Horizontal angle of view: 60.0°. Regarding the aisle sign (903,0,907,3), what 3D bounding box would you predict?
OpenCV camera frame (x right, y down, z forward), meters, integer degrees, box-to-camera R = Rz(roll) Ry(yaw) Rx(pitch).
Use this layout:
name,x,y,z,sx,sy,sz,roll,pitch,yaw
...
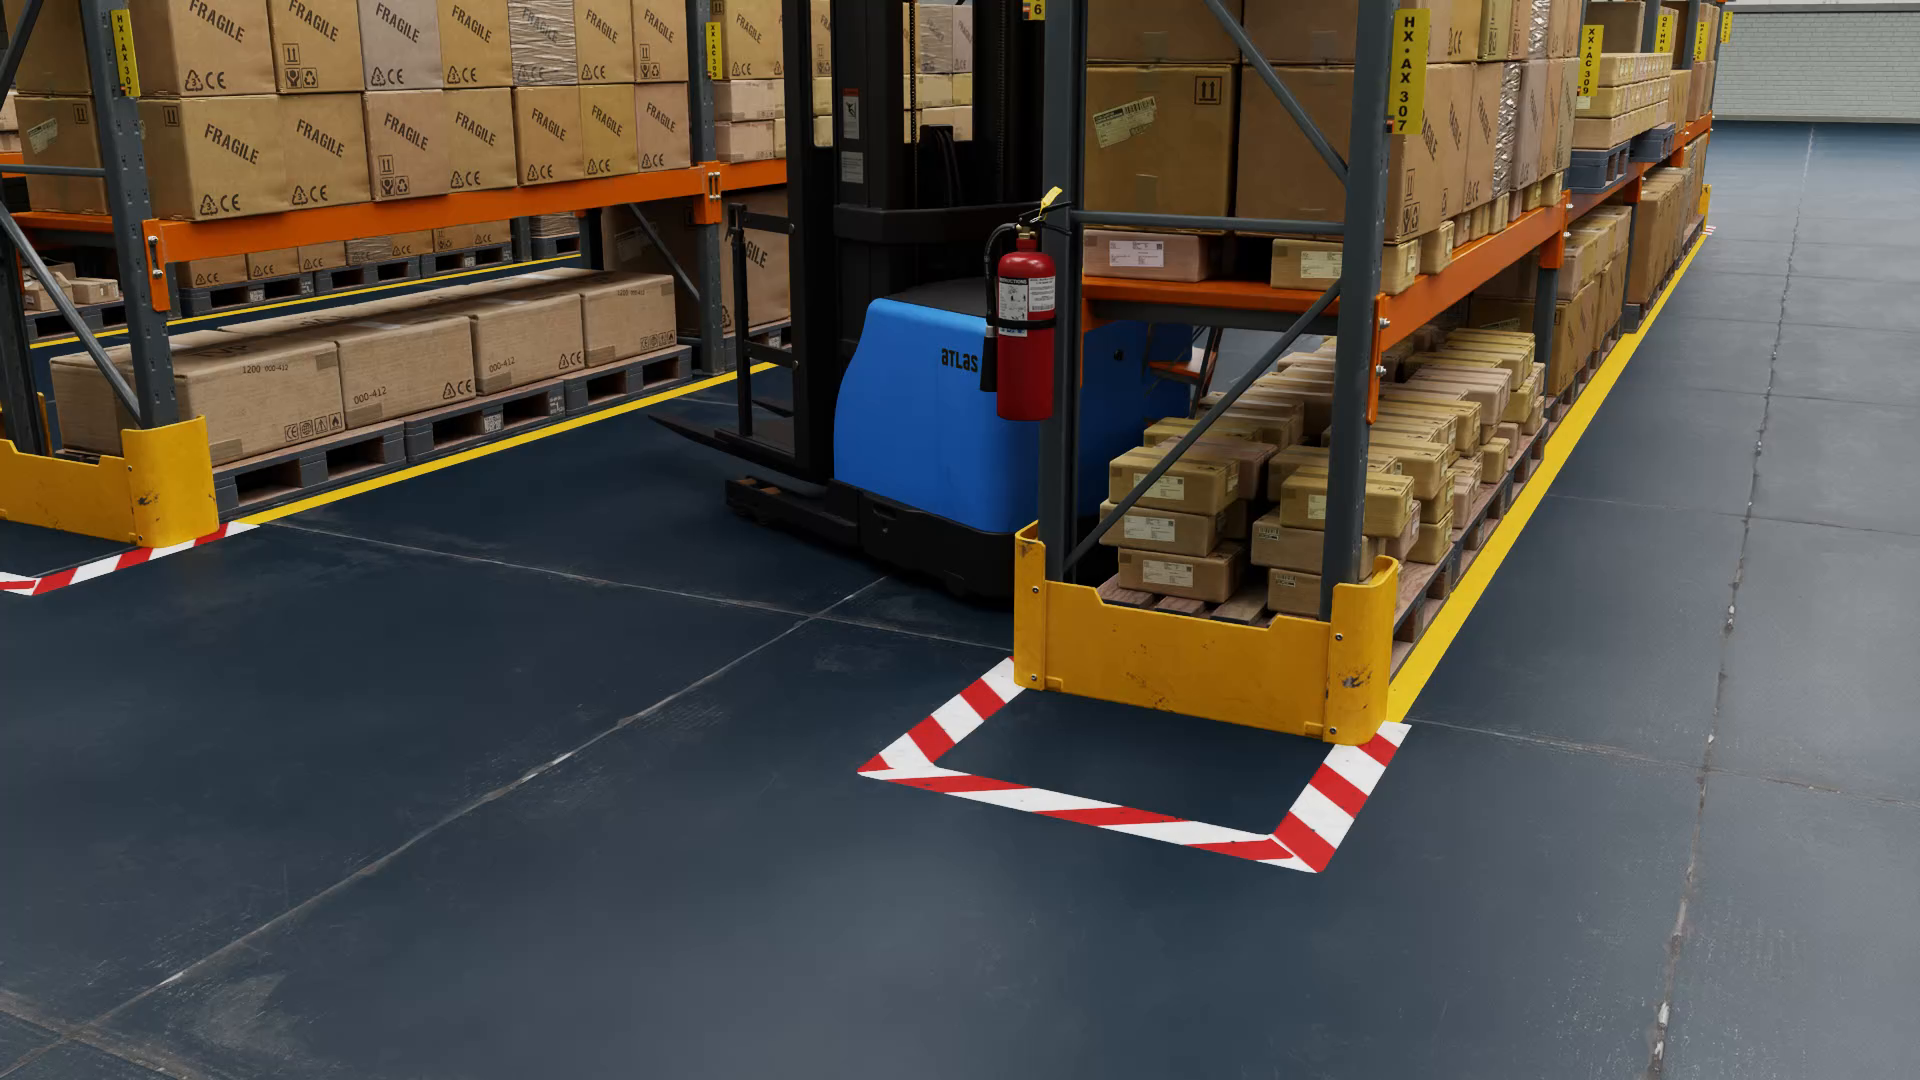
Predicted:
name,x,y,z,sx,sy,sz,roll,pitch,yaw
aisle sign,-0.755,-7.451,22.278,0.394,0.787,0.004,8,18,25

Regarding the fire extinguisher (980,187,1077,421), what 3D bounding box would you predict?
name,x,y,z,sx,sy,sz,roll,pitch,yaw
fire extinguisher,0.194,-0.695,4.885,0.296,0.674,0.183,8,18,25

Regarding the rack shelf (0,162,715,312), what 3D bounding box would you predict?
name,x,y,z,sx,sy,sz,roll,pitch,yaw
rack shelf,-2.860,-1.684,8.691,1.077,0.370,4.000,8,18,25

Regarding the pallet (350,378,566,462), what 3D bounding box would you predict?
name,x,y,z,sx,sy,sz,roll,pitch,yaw
pallet,-2.920,-0.706,9.032,1.003,0.211,1.213,8,18,25

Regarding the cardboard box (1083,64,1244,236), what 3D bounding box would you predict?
name,x,y,z,sx,sy,sz,roll,pitch,yaw
cardboard box,0.690,-1.254,5.278,0.500,0.500,0.500,9,19,26

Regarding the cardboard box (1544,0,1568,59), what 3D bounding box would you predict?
name,x,y,z,sx,sy,sz,roll,pitch,yaw
cardboard box,2.313,-2.318,7.106,0.500,0.500,0.500,7,18,24

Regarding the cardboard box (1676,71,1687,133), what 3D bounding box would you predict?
name,x,y,z,sx,sy,sz,roll,pitch,yaw
cardboard box,5.862,-3.725,14.121,0.500,0.500,0.500,8,18,25

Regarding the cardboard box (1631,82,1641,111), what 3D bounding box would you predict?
name,x,y,z,sx,sy,sz,roll,pitch,yaw
cardboard box,3.558,-2.467,9.244,0.380,0.149,0.250,9,19,28

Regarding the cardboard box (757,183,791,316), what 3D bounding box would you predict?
name,x,y,z,sx,sy,sz,roll,pitch,yaw
cardboard box,-1.364,-2.121,11.890,0.875,0.875,0.875,9,19,27

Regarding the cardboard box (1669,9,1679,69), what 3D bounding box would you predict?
name,x,y,z,sx,sy,sz,roll,pitch,yaw
cardboard box,5.865,-4.372,14.546,0.700,0.500,0.500,8,18,24

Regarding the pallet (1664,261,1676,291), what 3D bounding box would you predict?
name,x,y,z,sx,sy,sz,roll,pitch,yaw
pallet,5.804,-2.430,14.834,1.003,0.211,1.213,8,18,25

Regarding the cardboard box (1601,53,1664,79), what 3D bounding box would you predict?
name,x,y,z,sx,sy,sz,roll,pitch,yaw
cardboard box,4.138,-2.938,10.305,0.380,0.149,0.250,9,19,27

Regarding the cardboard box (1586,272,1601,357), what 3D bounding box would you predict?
name,x,y,z,sx,sy,sz,roll,pitch,yaw
cardboard box,3.531,-1.362,9.996,0.500,0.500,0.500,8,19,26

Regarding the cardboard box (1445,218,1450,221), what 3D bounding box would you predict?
name,x,y,z,sx,sy,sz,roll,pitch,yaw
cardboard box,1.539,-1.117,5.960,0.380,0.149,0.250,8,18,25

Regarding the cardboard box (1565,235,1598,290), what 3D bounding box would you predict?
name,x,y,z,sx,sy,sz,roll,pitch,yaw
cardboard box,3.309,-1.588,9.437,0.500,0.250,0.500,9,19,27

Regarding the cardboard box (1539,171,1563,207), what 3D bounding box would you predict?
name,x,y,z,sx,sy,sz,roll,pitch,yaw
cardboard box,2.571,-1.632,7.693,0.380,0.149,0.250,8,18,24

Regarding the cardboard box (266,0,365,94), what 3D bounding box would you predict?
name,x,y,z,sx,sy,sz,roll,pitch,yaw
cardboard box,-3.060,-2.266,7.452,0.500,0.500,0.500,8,18,24

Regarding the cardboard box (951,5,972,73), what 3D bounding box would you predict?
name,x,y,z,sx,sy,sz,roll,pitch,yaw
cardboard box,-0.176,-3.920,13.022,0.500,0.500,0.500,8,18,24

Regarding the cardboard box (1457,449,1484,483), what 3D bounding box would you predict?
name,x,y,z,sx,sy,sz,roll,pitch,yaw
cardboard box,1.997,-0.305,7.051,0.380,0.149,0.250,8,19,26

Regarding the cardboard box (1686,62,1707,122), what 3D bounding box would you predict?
name,x,y,z,sx,sy,sz,roll,pitch,yaw
cardboard box,6.808,-4.405,16.325,0.875,0.550,0.550,8,18,25

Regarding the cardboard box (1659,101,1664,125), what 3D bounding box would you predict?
name,x,y,z,sx,sy,sz,roll,pitch,yaw
cardboard box,4.373,-2.787,10.844,0.380,0.149,0.250,8,18,25

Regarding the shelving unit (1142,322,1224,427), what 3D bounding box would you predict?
name,x,y,z,sx,sy,sz,roll,pitch,yaw
shelving unit,0.815,-0.509,6.514,0.258,1.200,0.503,15,20,10

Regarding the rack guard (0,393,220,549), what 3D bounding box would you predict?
name,x,y,z,sx,sy,sz,roll,pitch,yaw
rack guard,-3.765,-0.315,7.208,1.175,0.500,0.348,8,18,25

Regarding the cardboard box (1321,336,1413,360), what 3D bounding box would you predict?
name,x,y,z,sx,sy,sz,roll,pitch,yaw
cardboard box,1.923,-0.860,7.876,0.380,0.149,0.250,8,18,25

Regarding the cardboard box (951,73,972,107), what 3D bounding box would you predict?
name,x,y,z,sx,sy,sz,roll,pitch,yaw
cardboard box,-0.168,-3.570,13.160,0.500,0.250,0.500,8,18,25

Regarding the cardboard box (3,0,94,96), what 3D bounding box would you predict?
name,x,y,z,sx,sy,sz,roll,pitch,yaw
cardboard box,-3.751,-2.200,7.232,0.500,0.500,0.500,9,19,27

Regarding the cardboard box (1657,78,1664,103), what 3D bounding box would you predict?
name,x,y,z,sx,sy,sz,roll,pitch,yaw
cardboard box,4.248,-2.858,10.559,0.380,0.149,0.250,9,19,27

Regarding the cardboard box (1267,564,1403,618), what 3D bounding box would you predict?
name,x,y,z,sx,sy,sz,roll,pitch,yaw
cardboard box,1.240,0.157,5.498,0.380,0.149,0.250,9,19,26

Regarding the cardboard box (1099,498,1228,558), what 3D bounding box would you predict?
name,x,y,z,sx,sy,sz,roll,pitch,yaw
cardboard box,0.700,-0.064,5.718,0.380,0.149,0.250,8,18,24

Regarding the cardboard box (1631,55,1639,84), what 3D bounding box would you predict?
name,x,y,z,sx,sy,sz,roll,pitch,yaw
cardboard box,3.444,-2.543,8.975,0.380,0.149,0.250,8,18,25

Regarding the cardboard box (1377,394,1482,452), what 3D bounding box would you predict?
name,x,y,z,sx,sy,sz,roll,pitch,yaw
cardboard box,1.828,-0.464,6.542,0.380,0.149,0.250,8,19,26

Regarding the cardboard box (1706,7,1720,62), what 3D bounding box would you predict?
name,x,y,z,sx,sy,sz,roll,pitch,yaw
cardboard box,7.505,-5.339,17.573,0.875,0.550,0.550,8,18,25

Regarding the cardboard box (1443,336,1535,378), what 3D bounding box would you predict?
name,x,y,z,sx,sy,sz,roll,pitch,yaw
cardboard box,2.502,-0.861,7.878,0.380,0.149,0.250,8,18,26

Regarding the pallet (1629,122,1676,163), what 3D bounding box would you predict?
name,x,y,z,sx,sy,sz,roll,pitch,yaw
pallet,4.071,-2.667,11.071,1.213,0.211,1.003,8,18,25

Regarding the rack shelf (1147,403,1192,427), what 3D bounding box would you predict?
name,x,y,z,sx,sy,sz,roll,pitch,yaw
rack shelf,0.802,-0.446,6.536,0.258,0.148,0.480,15,20,10

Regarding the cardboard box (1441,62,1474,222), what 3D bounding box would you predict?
name,x,y,z,sx,sy,sz,roll,pitch,yaw
cardboard box,1.384,-1.325,5.519,0.500,0.500,0.500,8,18,25

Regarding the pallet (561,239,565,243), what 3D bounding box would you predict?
name,x,y,z,sx,sy,sz,roll,pitch,yaw
pallet,-3.672,-3.366,17.985,1.003,0.211,1.213,8,18,25

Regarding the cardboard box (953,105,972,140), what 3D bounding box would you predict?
name,x,y,z,sx,sy,sz,roll,pitch,yaw
cardboard box,-0.173,-3.324,13.210,0.500,0.250,0.500,7,18,23

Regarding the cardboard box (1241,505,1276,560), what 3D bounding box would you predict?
name,x,y,z,sx,sy,sz,roll,pitch,yaw
cardboard box,0.988,-0.046,6.180,0.380,0.149,0.250,8,18,25

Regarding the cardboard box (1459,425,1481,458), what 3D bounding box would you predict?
name,x,y,z,sx,sy,sz,roll,pitch,yaw
cardboard box,2.003,-0.466,7.071,0.380,0.149,0.250,7,18,23

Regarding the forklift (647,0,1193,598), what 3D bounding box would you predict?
name,x,y,z,sx,sy,sz,roll,pitch,yaw
forklift,-0.387,-1.546,7.083,1.130,2.935,3.031,-13,21,-36

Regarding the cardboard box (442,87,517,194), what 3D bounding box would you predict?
name,x,y,z,sx,sy,sz,roll,pitch,yaw
cardboard box,-2.629,-2.043,8.459,0.500,0.500,0.500,9,19,27

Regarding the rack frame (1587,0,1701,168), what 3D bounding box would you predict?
name,x,y,z,sx,sy,sz,roll,pitch,yaw
rack frame,6.082,-3.972,15.131,1.000,3.000,0.127,8,18,25

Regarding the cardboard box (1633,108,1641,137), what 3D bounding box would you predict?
name,x,y,z,sx,sy,sz,roll,pitch,yaw
cardboard box,3.673,-2.391,9.509,0.380,0.149,0.250,8,18,24

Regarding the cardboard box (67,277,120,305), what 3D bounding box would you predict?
name,x,y,z,sx,sy,sz,roll,pitch,yaw
cardboard box,-6.395,-1.825,12.169,0.380,0.149,0.250,7,18,24

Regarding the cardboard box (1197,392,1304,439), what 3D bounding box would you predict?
name,x,y,z,sx,sy,sz,roll,pitch,yaw
cardboard box,1.138,-0.475,6.580,0.380,0.149,0.250,9,19,27

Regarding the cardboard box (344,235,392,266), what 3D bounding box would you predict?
name,x,y,z,sx,sy,sz,roll,pitch,yaw
cardboard box,-5.298,-2.662,14.370,0.500,0.500,0.500,7,18,23

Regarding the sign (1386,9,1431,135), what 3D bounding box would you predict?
name,x,y,z,sx,sy,sz,roll,pitch,yaw
sign,1.205,-1.262,4.484,0.100,0.325,0.005,8,18,25

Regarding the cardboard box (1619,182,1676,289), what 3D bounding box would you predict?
name,x,y,z,sx,sy,sz,roll,pitch,yaw
cardboard box,5.035,-2.443,13.196,1.050,0.750,0.750,8,19,26
